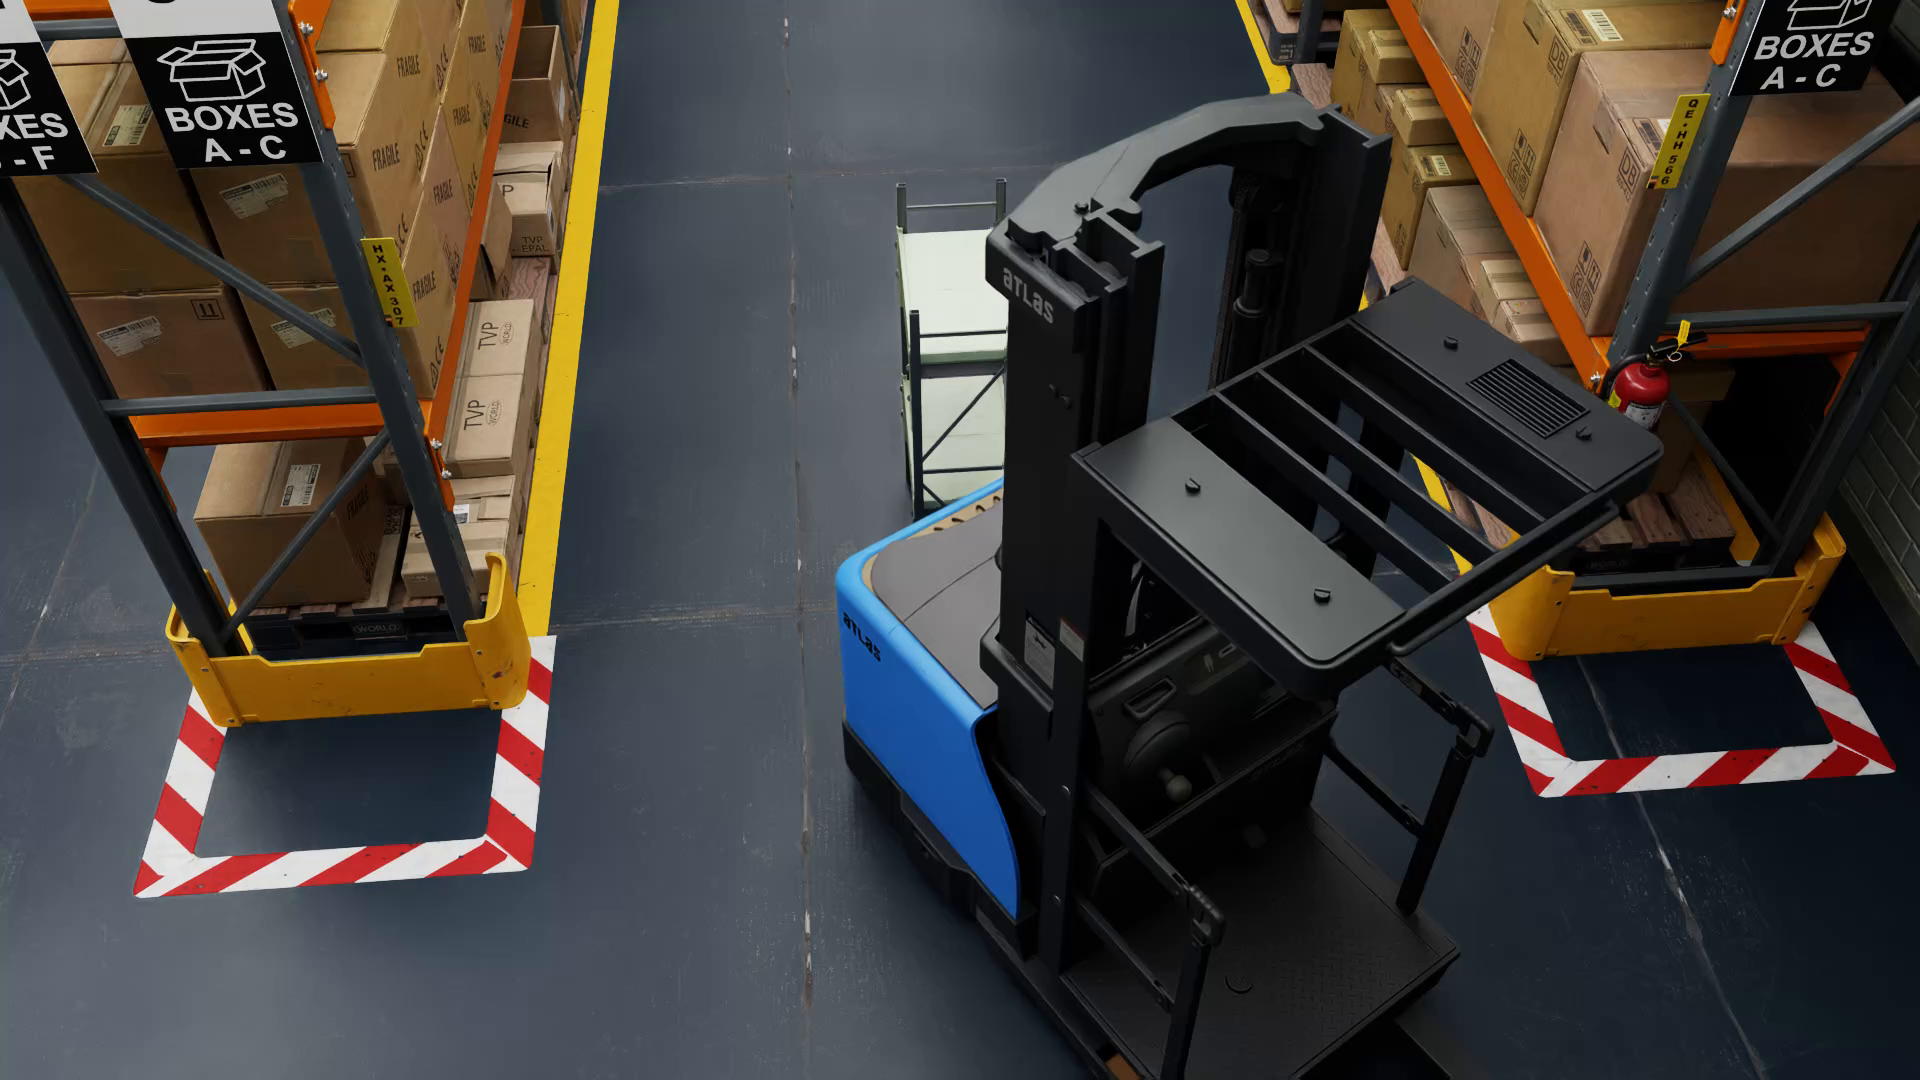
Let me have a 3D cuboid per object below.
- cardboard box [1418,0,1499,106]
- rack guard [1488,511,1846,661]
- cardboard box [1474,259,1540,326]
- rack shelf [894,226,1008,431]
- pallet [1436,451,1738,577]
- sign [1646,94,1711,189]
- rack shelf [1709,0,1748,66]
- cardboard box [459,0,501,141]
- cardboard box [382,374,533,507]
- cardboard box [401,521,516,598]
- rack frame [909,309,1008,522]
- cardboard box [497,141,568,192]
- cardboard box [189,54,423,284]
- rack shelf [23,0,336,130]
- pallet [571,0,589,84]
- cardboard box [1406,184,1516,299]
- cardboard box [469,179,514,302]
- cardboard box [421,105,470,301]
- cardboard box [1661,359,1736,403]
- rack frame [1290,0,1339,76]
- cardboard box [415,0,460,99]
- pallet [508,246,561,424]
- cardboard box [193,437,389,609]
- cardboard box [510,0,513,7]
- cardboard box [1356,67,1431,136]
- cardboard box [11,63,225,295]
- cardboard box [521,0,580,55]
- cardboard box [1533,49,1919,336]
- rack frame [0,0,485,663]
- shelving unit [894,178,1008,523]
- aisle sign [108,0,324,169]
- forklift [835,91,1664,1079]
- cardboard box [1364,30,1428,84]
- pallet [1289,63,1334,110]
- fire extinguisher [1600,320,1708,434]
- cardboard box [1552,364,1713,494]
[{"bbox_3d":[2.519,-2.285,6.778,0.980,0.700,0.700,-6,47,-5],"label":"cardboard box"},{"bbox_3d":[2.701,0.141,6.408,1.175,0.500,0.348,-3,47,-3],"label":"rack guard"},{"bbox_3d":[2.326,-1.010,6.763,0.380,0.149,0.250,-2,47,-2],"label":"cardboard box"},{"bbox_3d":[-0.001,-0.789,6.063,0.431,0.370,0.720,-3,47,-3],"label":"rack shelf"},{"bbox_3d":[2.554,-0.350,7.073,1.003,0.211,1.213,-3,47,-3],"label":"pallet"},{"bbox_3d":[2.157,-1.192,4.989,0.100,0.325,0.005,-3,47,-3],"label":"sign"},{"bbox_3d":[2.531,-2.967,6.060,1.077,0.370,4.000,-3,47,-3],"label":"rack shelf"},{"bbox_3d":[-2.140,-1.901,6.552,0.500,0.500,0.500,-3,47,-3],"label":"cardboard box"},{"bbox_3d":[-2.042,-0.410,6.799,0.500,0.250,0.500,-3,47,-3],"label":"cardboard box"},{"bbox_3d":[-1.930,0.074,6.411,0.380,0.149,0.250,-3,47,-3],"label":"cardboard box"},{"bbox_3d":[0.030,-0.256,6.096,0.400,1.500,0.023,-3,47,-3],"label":"rack frame"},{"bbox_3d":[-2.151,-1.834,8.218,0.380,0.149,0.250,-3,47,-3],"label":"cardboard box"},{"bbox_3d":[-2.012,-1.147,5.149,0.500,0.500,0.500,-2,47,-2],"label":"cardboard box"},{"bbox_3d":[-2.405,-2.663,5.772,1.077,0.370,4.000,-3,47,-3],"label":"rack shelf"},{"bbox_3d":[-2.678,-2.953,9.538,1.003,0.211,1.213,-3,47,-3],"label":"pallet"},{"bbox_3d":[2.456,-1.247,7.434,0.700,0.500,0.500,-5,47,-5],"label":"cardboard box"},{"bbox_3d":[-2.410,-1.260,7.430,0.797,0.503,0.637,-3,47,-3],"label":"cardboard box"},{"bbox_3d":[-2.060,-1.176,5.865,0.500,0.500,0.500,-4,47,-4],"label":"cardboard box"},{"bbox_3d":[2.750,-0.665,6.436,0.380,0.149,0.250,-3,47,-3],"label":"cardboard box"},{"bbox_3d":[2.364,-3.629,8.258,1.000,3.000,0.127,-3,47,-3],"label":"rack frame"},{"bbox_3d":[-2.100,-1.887,5.850,0.500,0.500,0.500,-3,47,-3],"label":"cardboard box"},{"bbox_3d":[-2.411,-0.985,7.674,1.003,0.211,1.213,-3,47,-3],"label":"pallet"},{"bbox_3d":[-2.528,-0.102,6.336,0.500,0.500,0.500,-3,47,-3],"label":"cardboard box"},{"bbox_3d":[-2.230,-2.641,7.253,0.500,0.500,0.500,-2,47,-2],"label":"cardboard box"},{"bbox_3d":[2.363,-2.003,8.150,0.700,0.500,0.500,-4,47,-4],"label":"cardboard box"},{"bbox_3d":[-2.549,-1.115,5.119,0.500,0.500,0.500,-4,47,-4],"label":"cardboard box"},{"bbox_3d":[-2.370,-2.982,9.064,0.500,0.500,0.500,-5,47,-5],"label":"cardboard box"},{"bbox_3d":[2.646,-1.207,5.757,0.980,0.700,0.700,-2,47,-1],"label":"cardboard box"},{"bbox_3d":[-2.237,-0.432,5.229,1.000,3.000,0.127,-3,47,-3],"label":"rack frame"},{"bbox_3d":[-0.001,-0.521,6.347,0.431,1.500,0.755,-3,47,-3],"label":"shelving unit"},{"bbox_3d":[-1.939,-1.294,4.256,0.394,0.787,0.004,-3,47,-3],"label":"aisle sign"},{"bbox_3d":[0.859,0.466,4.426,1.130,2.935,3.031,-28,53,-24],"label":"forklift"},{"bbox_3d":[2.171,-2.331,8.014,0.380,0.149,0.250,-2,47,-2],"label":"cardboard box"},{"bbox_3d":[2.349,-2.116,8.745,1.003,0.211,1.213,-3,47,-3],"label":"pallet"},{"bbox_3d":[2.251,-0.443,5.551,0.296,0.674,0.183,-3,47,-3],"label":"fire extinguisher"},{"bbox_3d":[2.540,-0.521,6.746,0.700,0.500,0.500,-3,47,-3],"label":"cardboard box"}]
